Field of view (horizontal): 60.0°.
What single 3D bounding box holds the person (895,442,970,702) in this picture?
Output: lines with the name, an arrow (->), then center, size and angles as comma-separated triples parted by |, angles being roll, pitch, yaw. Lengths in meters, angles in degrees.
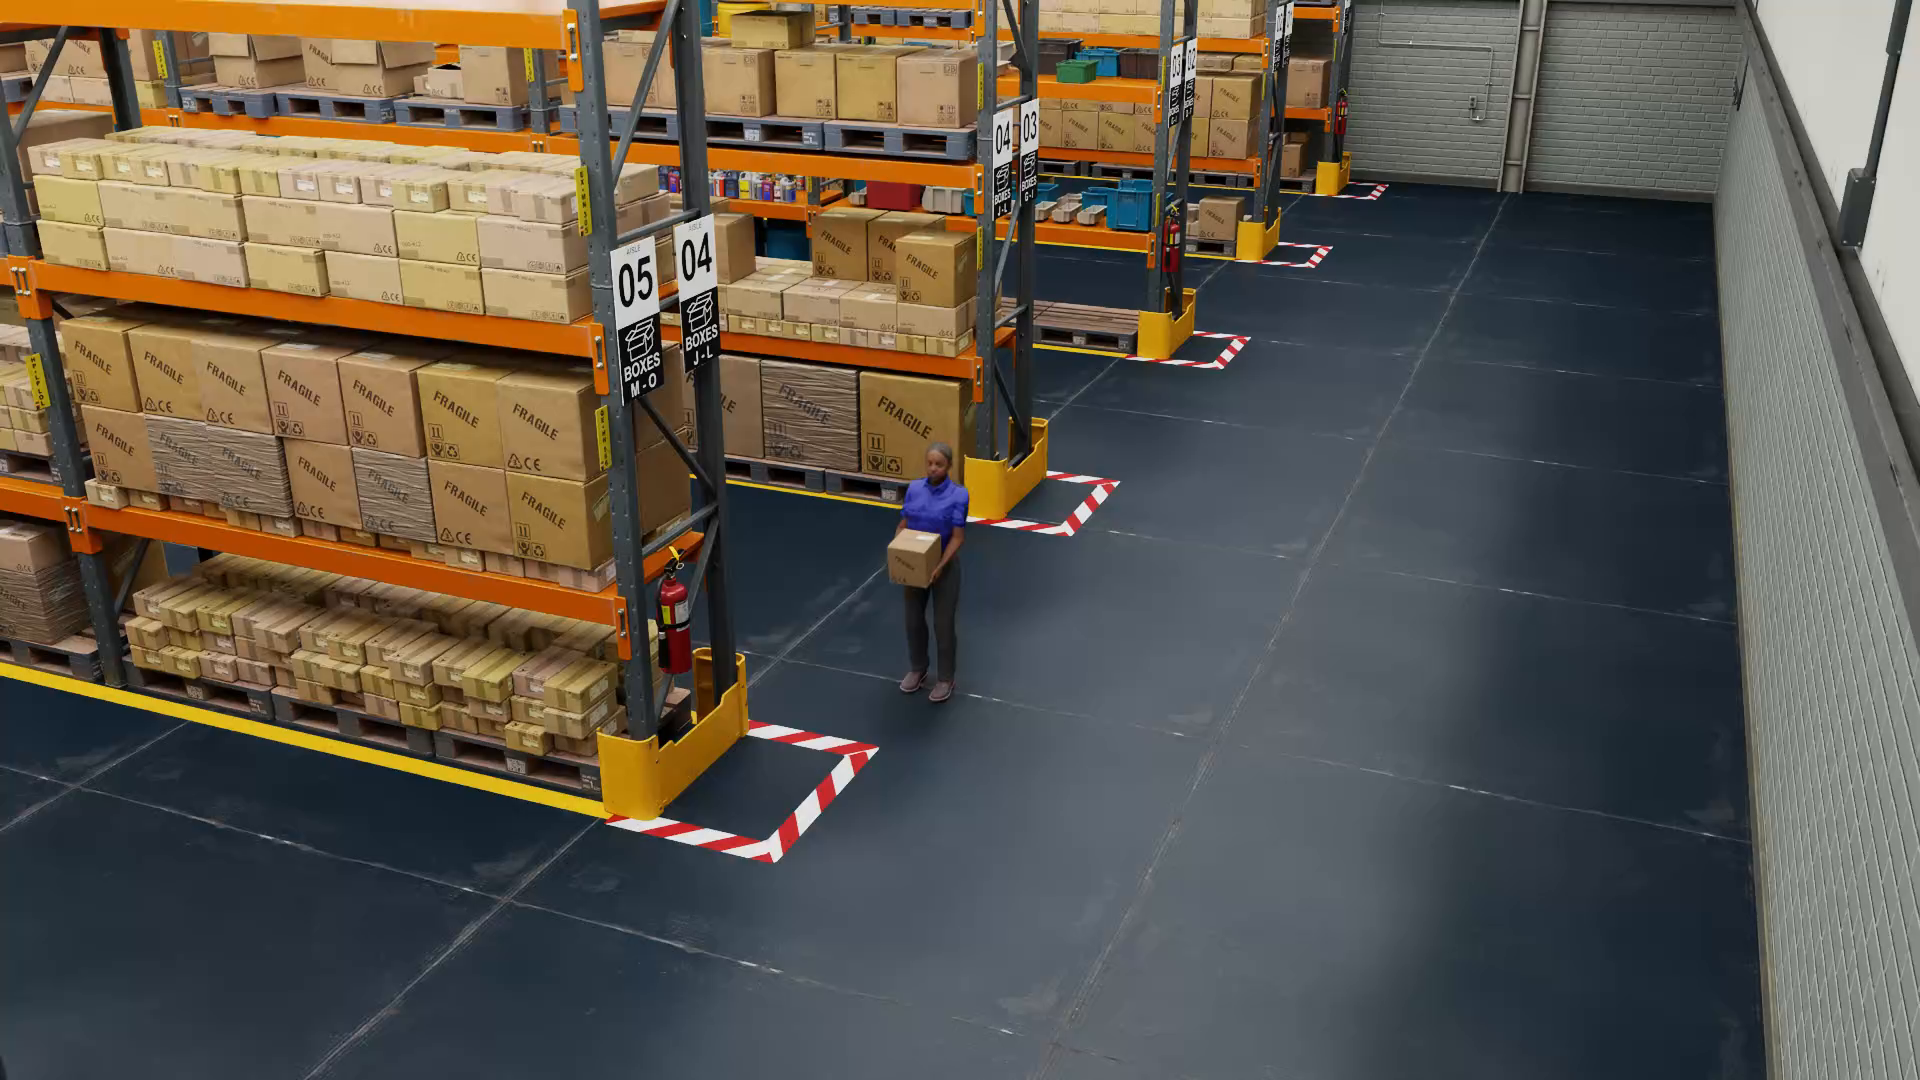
person -> -0.201, 0.210, 10.420 | 0.450, 1.647, 0.517 | 9, 24, 21
